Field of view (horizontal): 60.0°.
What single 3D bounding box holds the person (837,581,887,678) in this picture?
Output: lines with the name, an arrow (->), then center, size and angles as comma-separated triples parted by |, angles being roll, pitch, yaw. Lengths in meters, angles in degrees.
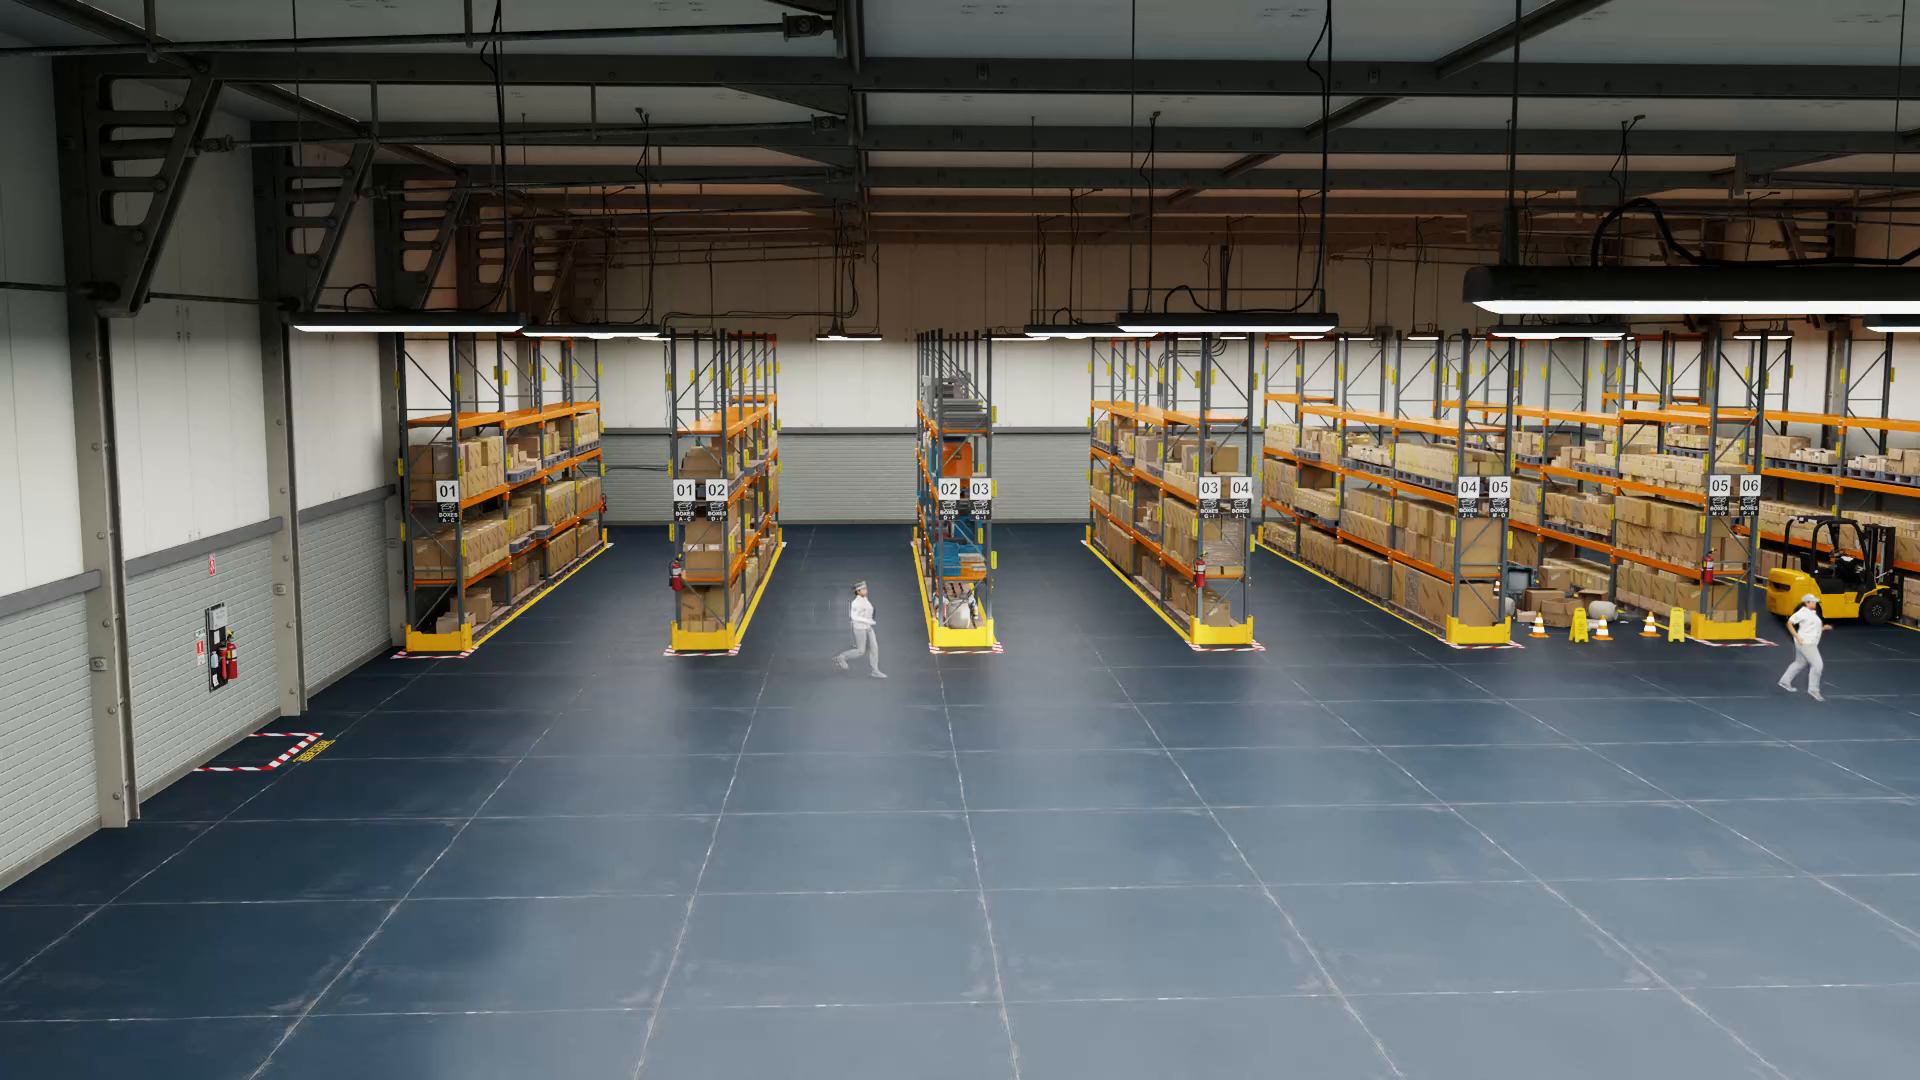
person -> -1.679, 1.532, 28.626 | 0.913, 1.670, 0.630 | 3, 7, 23

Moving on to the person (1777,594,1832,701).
person -> 13.709, 1.728, 26.986 | 0.764, 1.729, 0.579 | 5, 8, 35
